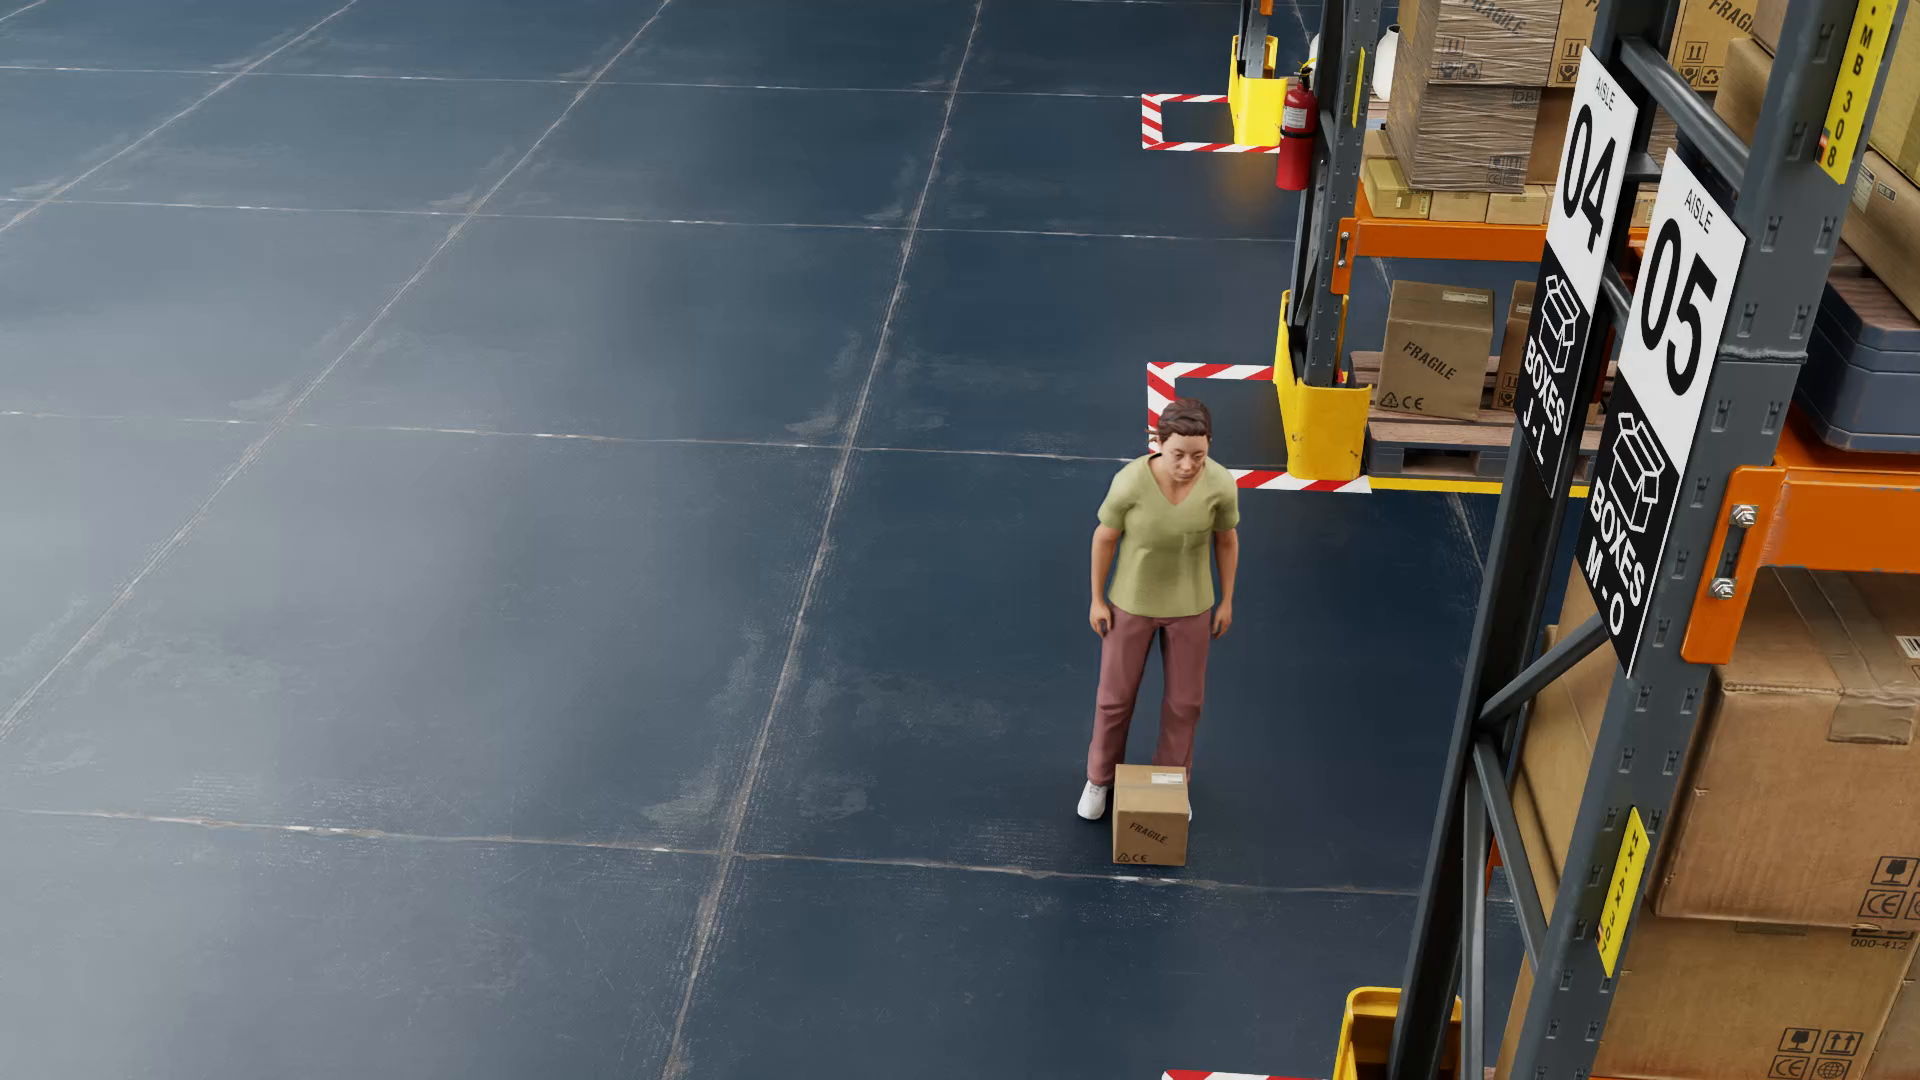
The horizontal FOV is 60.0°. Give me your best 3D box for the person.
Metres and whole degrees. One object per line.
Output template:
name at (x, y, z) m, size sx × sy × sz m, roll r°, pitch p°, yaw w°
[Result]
person at (0.693, 0.244, 5.749) m, size 0.518 × 1.671 × 0.366 m, roll 1°, pitch 32°, yaw 1°
